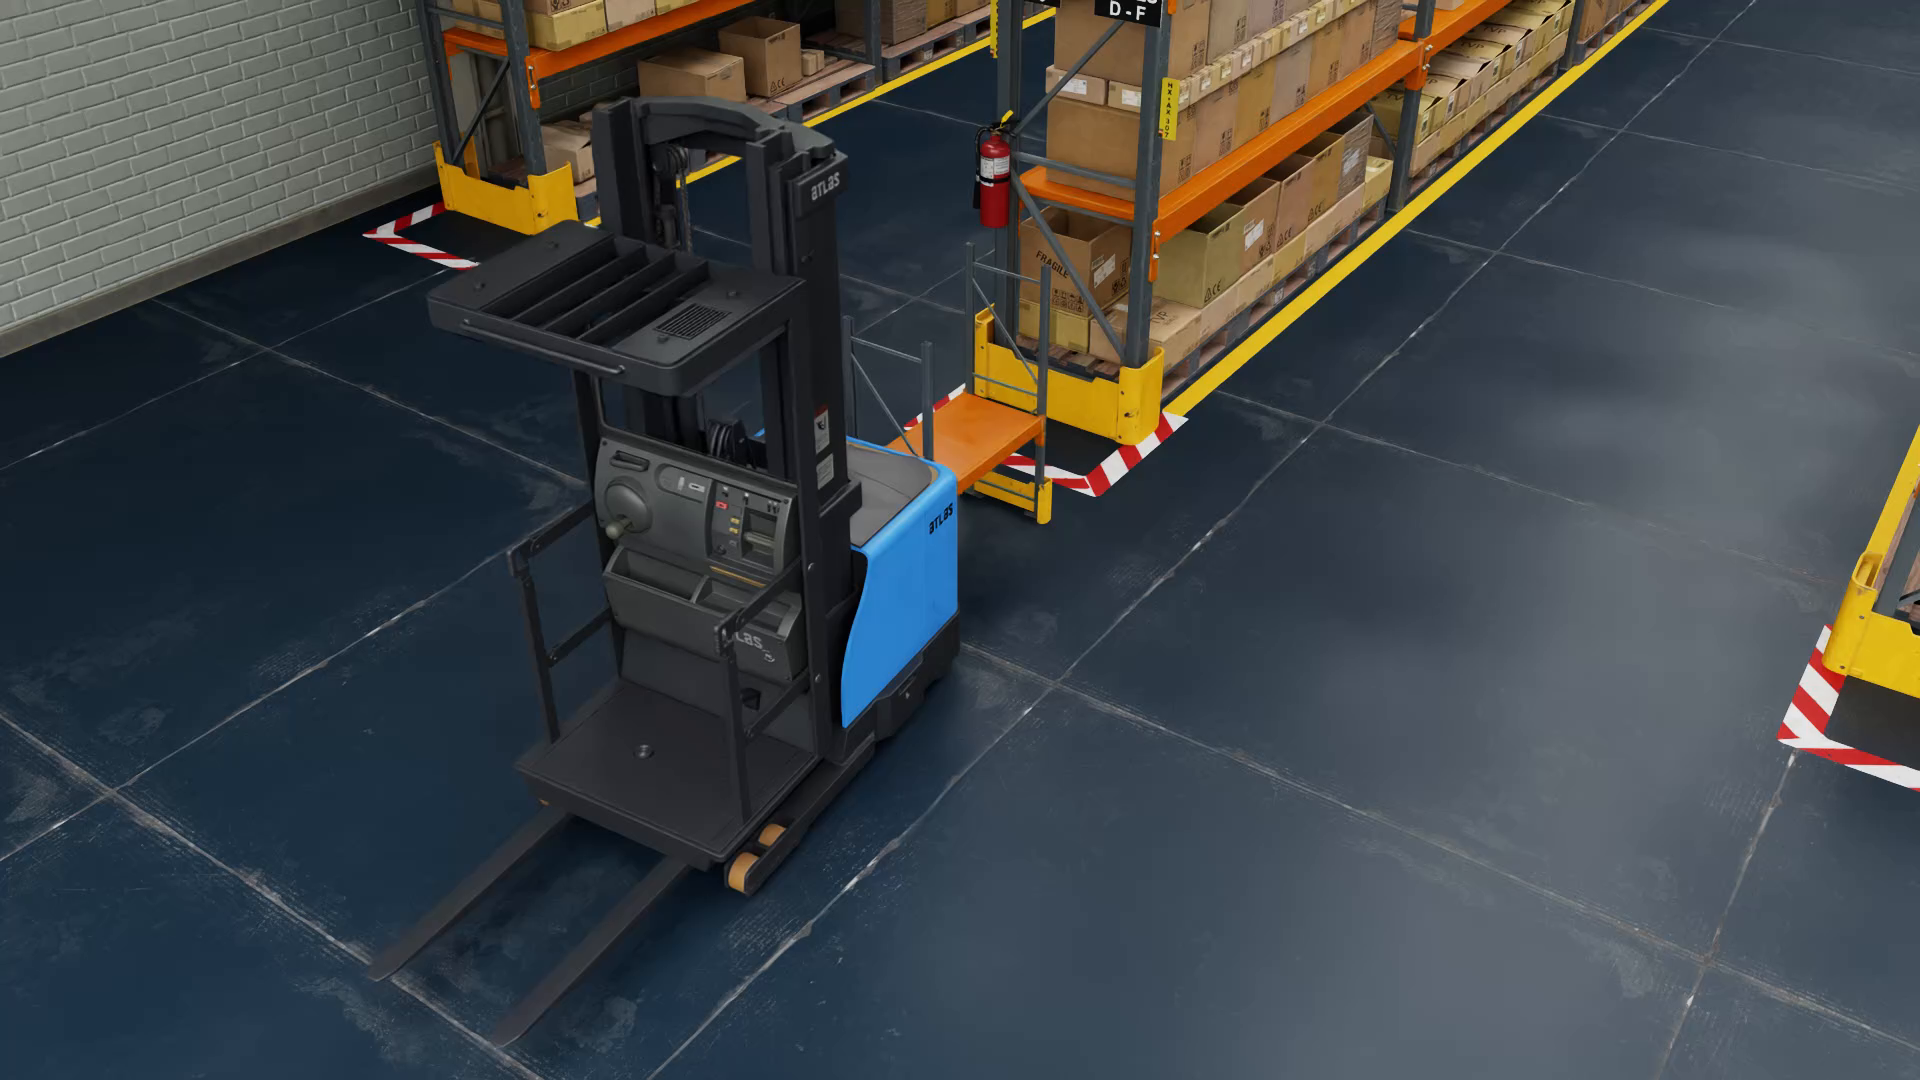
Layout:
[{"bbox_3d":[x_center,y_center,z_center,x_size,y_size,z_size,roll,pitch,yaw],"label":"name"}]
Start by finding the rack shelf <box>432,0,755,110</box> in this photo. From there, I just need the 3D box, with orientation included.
[{"bbox_3d":[-2.282,-4.261,13.191,1.077,0.370,4.000,21,39,28],"label":"rack shelf"}]

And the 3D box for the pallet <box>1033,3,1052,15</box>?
[{"bbox_3d":[0.692,-5.806,17.323,1.003,0.211,1.213,21,39,28],"label":"pallet"}]

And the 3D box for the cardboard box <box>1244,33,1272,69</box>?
[{"bbox_3d":[1.637,-2.956,9.950,0.380,0.149,0.250,20,39,27],"label":"cardboard box"}]

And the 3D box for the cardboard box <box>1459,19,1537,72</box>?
[{"bbox_3d":[4.533,-4.215,14.059,0.500,0.311,0.500,21,39,28],"label":"cardboard box"}]

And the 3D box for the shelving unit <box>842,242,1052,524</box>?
[{"bbox_3d":[-0.043,-0.586,8.454,0.587,1.500,1.083,21,39,28],"label":"shelving unit"}]

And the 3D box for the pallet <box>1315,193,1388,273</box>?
[{"bbox_3d":[2.442,-2.391,12.273,1.003,0.211,1.213,21,39,28],"label":"pallet"}]

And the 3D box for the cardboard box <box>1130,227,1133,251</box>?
[{"bbox_3d":[1.268,-2.210,10.927,0.500,0.500,0.500,21,39,28],"label":"cardboard box"}]

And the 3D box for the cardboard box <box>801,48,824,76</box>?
[{"bbox_3d":[-1.422,-4.232,14.643,0.380,0.166,0.250,16,37,22],"label":"cardboard box"}]

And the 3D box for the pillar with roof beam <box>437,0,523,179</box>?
[{"bbox_3d":[-0.198,-5.347,8.799,9.100,9.000,0.400,21,39,28],"label":"pillar with roof beam"}]

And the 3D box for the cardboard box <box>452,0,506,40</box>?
[{"bbox_3d":[-3.315,-3.862,12.075,0.500,0.250,0.500,22,40,29],"label":"cardboard box"}]

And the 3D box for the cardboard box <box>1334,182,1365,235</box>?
[{"bbox_3d":[2.552,-2.424,11.912,0.500,0.250,0.500,21,39,28],"label":"cardboard box"}]

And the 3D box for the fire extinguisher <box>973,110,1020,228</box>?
[{"bbox_3d":[0.200,-2.120,9.452,0.296,0.674,0.183,21,39,28],"label":"fire extinguisher"}]

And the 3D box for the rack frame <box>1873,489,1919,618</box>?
[{"bbox_3d":[4.716,-0.474,6.949,1.000,3.000,0.127,21,39,28],"label":"rack frame"}]

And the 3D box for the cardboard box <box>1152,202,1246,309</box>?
[{"bbox_3d":[1.421,-1.810,10.335,0.500,0.500,0.500,21,39,28],"label":"cardboard box"}]

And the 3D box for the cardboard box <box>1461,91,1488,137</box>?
[{"bbox_3d":[3.949,-3.514,13.524,0.500,0.250,0.500,20,39,27],"label":"cardboard box"}]

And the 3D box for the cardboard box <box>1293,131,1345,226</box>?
[{"bbox_3d":[2.268,-2.504,11.360,0.500,0.500,0.500,21,39,28],"label":"cardboard box"}]

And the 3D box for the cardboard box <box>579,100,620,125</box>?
[{"bbox_3d":[-2.629,-3.259,13.075,0.500,0.311,0.500,25,41,32],"label":"cardboard box"}]

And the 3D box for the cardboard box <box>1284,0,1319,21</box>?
[{"bbox_3d":[1.823,-3.579,10.292,0.700,0.500,0.500,21,39,28],"label":"cardboard box"}]

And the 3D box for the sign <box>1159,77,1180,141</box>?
[{"bbox_3d":[1.101,-2.269,8.760,0.100,0.325,0.005,21,39,28],"label":"sign"}]

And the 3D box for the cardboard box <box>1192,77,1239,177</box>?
[{"bbox_3d":[1.221,-2.553,9.935,0.700,0.500,0.500,22,40,29],"label":"cardboard box"}]

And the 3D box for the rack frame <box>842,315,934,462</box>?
[{"bbox_3d":[-0.338,-0.348,8.101,0.500,1.500,0.032,21,39,28],"label":"rack frame"}]

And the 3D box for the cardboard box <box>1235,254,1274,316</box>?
[{"bbox_3d":[1.705,-1.730,10.886,0.500,0.250,0.500,21,39,28],"label":"cardboard box"}]

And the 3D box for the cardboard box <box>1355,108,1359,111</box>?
[{"bbox_3d":[2.925,-3.444,12.920,0.500,0.311,0.500,21,39,28],"label":"cardboard box"}]

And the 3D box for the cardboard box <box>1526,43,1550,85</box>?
[{"bbox_3d":[4.820,-4.216,14.562,0.500,0.250,0.500,21,39,28],"label":"cardboard box"}]

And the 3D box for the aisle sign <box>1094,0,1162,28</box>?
[{"bbox_3d":[0.863,-3.007,8.374,0.394,0.787,0.004,21,39,28],"label":"aisle sign"}]

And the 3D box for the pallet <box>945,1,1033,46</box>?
[{"bbox_3d":[-0.004,-5.247,16.496,1.003,0.211,1.213,21,39,28],"label":"pallet"}]

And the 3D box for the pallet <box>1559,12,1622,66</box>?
[{"bbox_3d":[5.667,-4.916,16.007,1.003,0.211,1.213,21,39,28],"label":"pallet"}]

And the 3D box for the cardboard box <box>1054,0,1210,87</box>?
[{"bbox_3d":[0.956,-2.872,9.247,0.700,0.500,0.500,21,40,28],"label":"cardboard box"}]

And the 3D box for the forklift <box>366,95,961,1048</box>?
[{"bbox_3d":[-1.161,-0.065,6.405,1.130,2.935,3.031,18,38,24],"label":"forklift"}]

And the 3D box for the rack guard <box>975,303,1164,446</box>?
[{"bbox_3d":[0.635,-1.012,9.975,1.175,0.500,0.348,21,39,28],"label":"rack guard"}]

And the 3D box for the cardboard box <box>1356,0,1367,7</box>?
[{"bbox_3d":[2.512,-3.660,10.991,0.380,0.149,0.250,21,39,28],"label":"cardboard box"}]

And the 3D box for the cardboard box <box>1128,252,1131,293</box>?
[{"bbox_3d":[0.987,-1.668,10.794,0.500,0.250,0.500,21,39,28],"label":"cardboard box"}]

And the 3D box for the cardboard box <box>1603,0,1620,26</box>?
[{"bbox_3d":[5.999,-5.247,15.846,0.500,0.500,0.500,20,39,27],"label":"cardboard box"}]

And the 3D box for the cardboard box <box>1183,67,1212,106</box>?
[{"bbox_3d":[1.198,-2.602,9.428,0.380,0.149,0.250,20,39,27],"label":"cardboard box"}]

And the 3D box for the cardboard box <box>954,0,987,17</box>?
[{"bbox_3d":[-0.158,-5.446,16.140,0.700,0.500,0.500,22,40,29],"label":"cardboard box"}]

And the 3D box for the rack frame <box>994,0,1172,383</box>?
[{"bbox_3d":[0.649,-2.058,9.291,1.000,3.000,0.127,21,39,28],"label":"rack frame"}]

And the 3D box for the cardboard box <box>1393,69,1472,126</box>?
[{"bbox_3d":[3.660,-3.505,13.011,0.500,0.311,0.500,21,39,28],"label":"cardboard box"}]

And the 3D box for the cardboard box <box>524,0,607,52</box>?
[{"bbox_3d":[-2.884,-3.708,11.847,0.500,0.250,0.500,20,39,27],"label":"cardboard box"}]

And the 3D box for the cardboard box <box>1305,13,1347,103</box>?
[{"bbox_3d":[2.097,-3.260,10.979,0.700,0.500,0.500,22,40,29],"label":"cardboard box"}]

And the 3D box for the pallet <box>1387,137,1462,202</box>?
[{"bbox_3d":[3.318,-3.095,13.314,1.003,0.211,1.213,21,39,28],"label":"pallet"}]

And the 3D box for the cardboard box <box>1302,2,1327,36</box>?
[{"bbox_3d":[2.076,-3.308,10.472,0.380,0.149,0.250,23,40,30],"label":"cardboard box"}]
